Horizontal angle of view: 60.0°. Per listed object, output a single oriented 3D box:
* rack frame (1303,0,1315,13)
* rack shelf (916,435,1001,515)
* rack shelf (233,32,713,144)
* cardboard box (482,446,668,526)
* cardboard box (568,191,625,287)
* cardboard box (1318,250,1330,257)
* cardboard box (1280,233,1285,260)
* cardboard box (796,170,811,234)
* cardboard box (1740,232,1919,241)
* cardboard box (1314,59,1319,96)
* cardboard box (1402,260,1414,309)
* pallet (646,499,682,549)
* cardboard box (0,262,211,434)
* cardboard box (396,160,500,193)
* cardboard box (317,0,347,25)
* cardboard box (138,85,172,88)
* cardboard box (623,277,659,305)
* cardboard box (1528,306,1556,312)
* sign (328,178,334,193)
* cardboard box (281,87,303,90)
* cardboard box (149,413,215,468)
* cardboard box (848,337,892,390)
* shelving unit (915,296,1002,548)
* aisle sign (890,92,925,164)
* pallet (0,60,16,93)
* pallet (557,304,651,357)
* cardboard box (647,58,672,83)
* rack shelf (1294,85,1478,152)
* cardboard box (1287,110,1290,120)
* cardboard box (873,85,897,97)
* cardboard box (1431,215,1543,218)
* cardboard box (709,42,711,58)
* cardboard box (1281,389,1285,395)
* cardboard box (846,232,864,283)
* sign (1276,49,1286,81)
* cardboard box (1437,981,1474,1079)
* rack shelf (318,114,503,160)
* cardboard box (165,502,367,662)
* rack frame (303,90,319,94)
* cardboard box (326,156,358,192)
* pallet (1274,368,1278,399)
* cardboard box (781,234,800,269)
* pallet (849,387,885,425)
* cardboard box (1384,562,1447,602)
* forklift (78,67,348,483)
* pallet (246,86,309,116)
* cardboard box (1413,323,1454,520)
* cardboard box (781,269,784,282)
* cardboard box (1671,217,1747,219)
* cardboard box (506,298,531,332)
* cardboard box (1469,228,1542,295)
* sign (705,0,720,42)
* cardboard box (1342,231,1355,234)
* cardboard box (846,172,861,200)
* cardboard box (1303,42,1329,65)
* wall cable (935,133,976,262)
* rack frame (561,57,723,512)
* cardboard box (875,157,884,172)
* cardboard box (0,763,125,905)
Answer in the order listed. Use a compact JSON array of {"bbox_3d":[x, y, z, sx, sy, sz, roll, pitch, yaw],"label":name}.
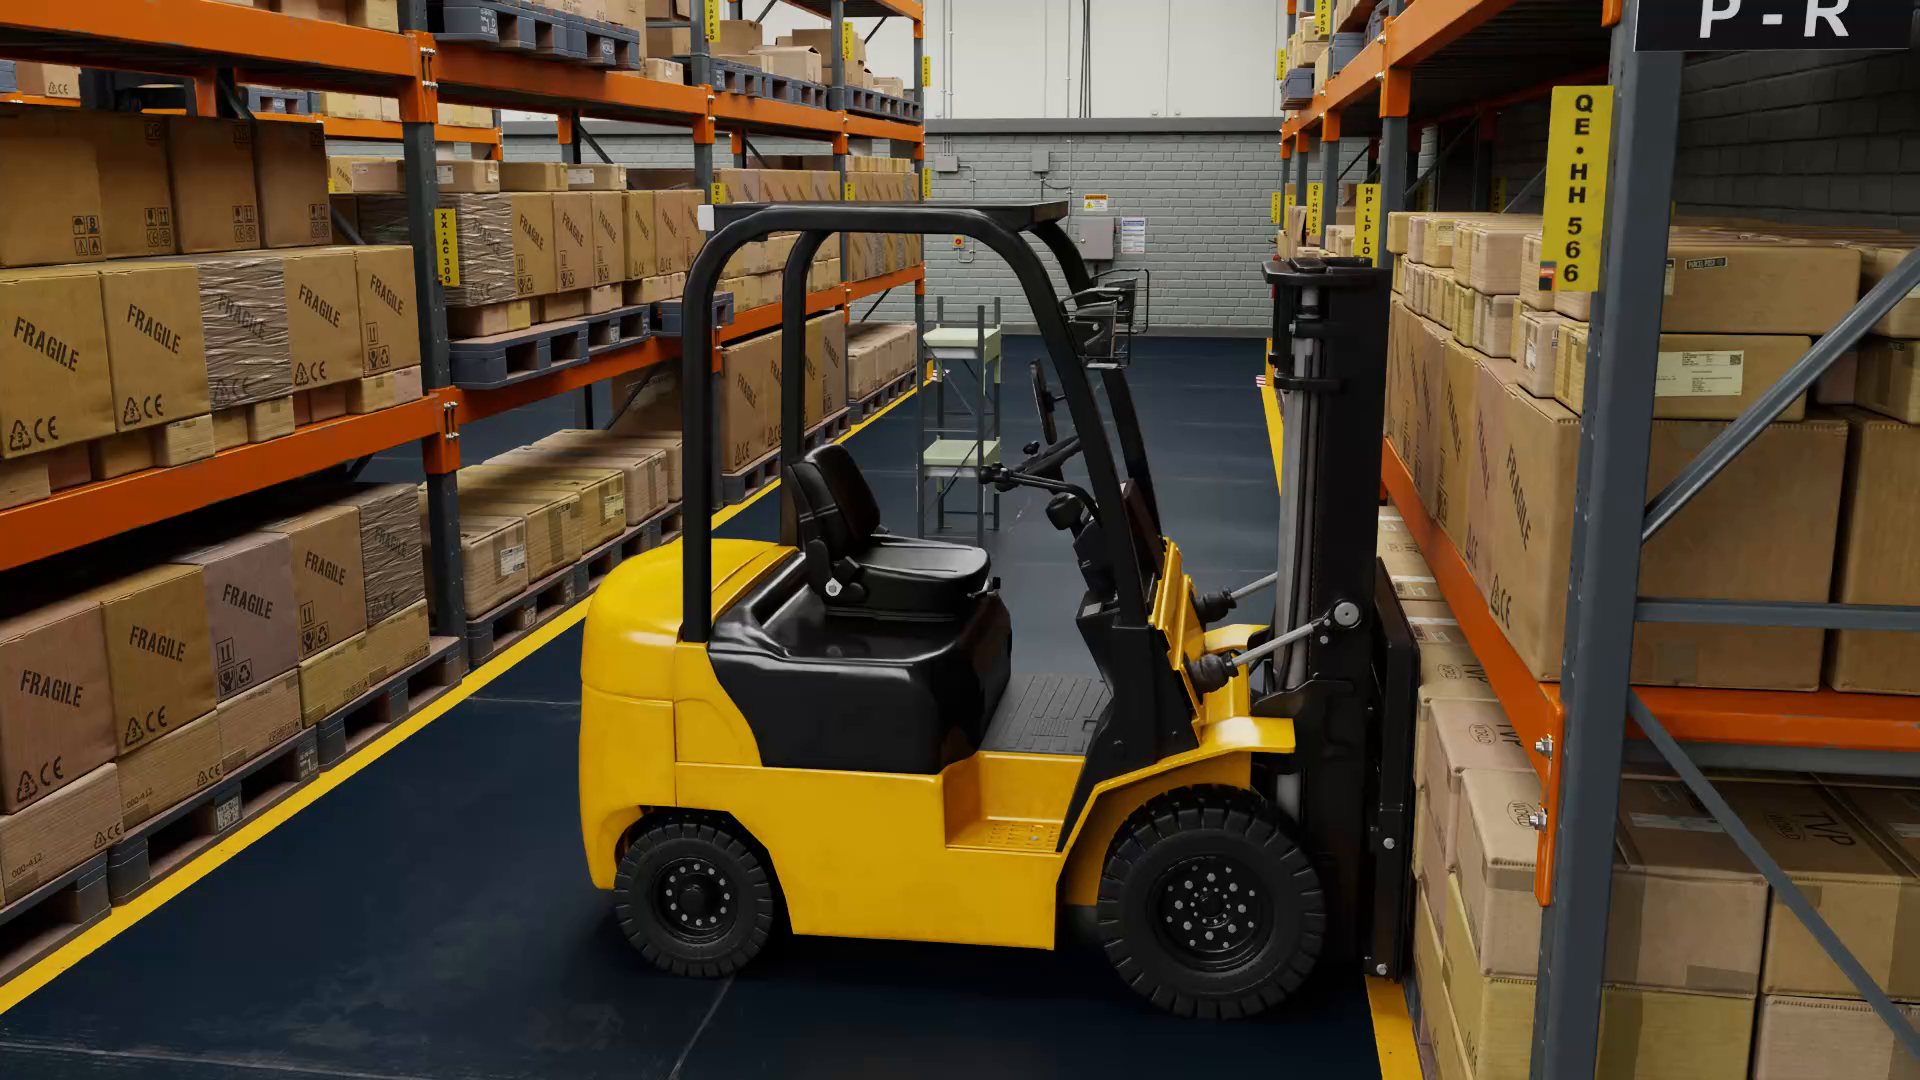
[{"bbox_3d":[3.378,-5.294,13.700,1.000,3.000,0.127,2,12,9],"label":"rack frame"},{"bbox_3d":[-0.001,-0.413,10.398,0.431,0.370,0.720,2,12,9],"label":"rack shelf"},{"bbox_3d":[-2.450,-2.387,9.039,1.077,0.370,4.000,2,12,9],"label":"rack shelf"},{"bbox_3d":[-2.344,-0.339,10.186,0.950,0.372,0.625,2,12,8],"label":"cardboard box"},{"bbox_3d":[-2.167,-1.658,9.128,0.500,0.500,0.500,1,12,6],"label":"cardboard box"},{"bbox_3d":[2.429,-1.617,10.044,0.500,0.250,0.500,2,12,9],"label":"cardboard box"},{"bbox_3d":[3.505,-2.970,16.806,0.500,0.250,0.500,2,12,8],"label":"cardboard box"},{"bbox_3d":[-1.517,-2.745,13.502,0.500,0.500,0.500,2,12,10],"label":"cardboard box"},{"bbox_3d":[1.948,-0.598,3.665,0.380,0.149,0.250,2,12,9],"label":"cardboard box"},{"bbox_3d":[2.756,-3.246,11.670,0.500,0.250,0.500,2,12,9],"label":"cardboard box"},{"bbox_3d":[1.677,-0.847,5.524,0.380,0.149,0.250,2,12,10],"label":"cardboard box"},{"bbox_3d":[-2.264,-0.163,10.750,1.003,0.211,1.213,2,12,9],"label":"pallet"},{"bbox_3d":[-2.802,-0.628,5.343,0.500,0.500,0.500,2,12,7],"label":"cardboard box"},{"bbox_3d":[-2.335,-1.660,7.594,0.380,0.149,0.250,2,12,8],"label":"cardboard box"},{"bbox_3d":[-2.630,-2.075,6.477,0.380,0.149,0.250,2,12,9],"label":"cardboard box"},{"bbox_3d":[-6.556,-3.663,13.011,0.500,0.500,0.500,2,12,9],"label":"cardboard box"},{"bbox_3d":[-1.999,-1.474,9.812,0.380,0.149,0.250,2,12,10],"label":"cardboard box"},{"bbox_3d":[1.420,-0.417,3.532,0.380,0.149,0.250,2,12,10],"label":"cardboard box"},{"bbox_3d":[-5.885,-3.210,15.520,0.100,0.325,0.005,2,12,9],"label":"sign"},{"bbox_3d":[-6.122,-4.391,15.797,0.500,0.250,0.500,2,12,11],"label":"cardboard box"},{"bbox_3d":[-2.731,-0.338,5.539,0.380,0.149,0.250,2,12,9],"label":"cardboard box"},{"bbox_3d":[-1.187,-1.788,16.756,0.875,0.438,0.875,2,12,7],"label":"cardboard box"},{"bbox_3d":[-0.001,-0.732,10.329,0.431,1.500,0.755,2,12,9],"label":"shelving unit"},{"bbox_3d":[-0.594,-4.630,18.688,0.394,0.787,0.004,2,12,9],"label":"aisle sign"},{"bbox_3d":[-7.095,-3.067,10.932,1.213,0.211,1.003,2,12,11],"label":"pallet"},{"bbox_3d":[-2.406,-1.182,9.313,1.003,0.211,1.213,2,12,9],"label":"pallet"},{"bbox_3d":[-2.013,-2.908,10.344,0.380,0.149,0.250,2,12,9],"label":"cardboard box"},{"bbox_3d":[3.071,-3.060,12.160,1.077,0.370,4.000,2,12,9],"label":"rack shelf"},{"bbox_3d":[3.383,-4.163,16.167,0.380,0.149,0.250,2,12,9],"label":"cardboard box"},{"bbox_3d":[-0.877,-4.766,17.729,0.380,0.149,0.250,1,12,4],"label":"cardboard box"},{"bbox_3d":[1.824,-1.040,5.718,0.380,0.149,0.250,2,12,8],"label":"cardboard box"},{"bbox_3d":[-2.178,-3.622,11.825,0.700,0.500,0.500,1,12,6],"label":"cardboard box"},{"bbox_3d":[3.476,-1.661,16.016,0.700,0.500,0.500,1,12,7],"label":"cardboard box"},{"bbox_3d":[-1.196,-2.660,15.478,0.500,0.500,0.500,2,12,11],"label":"cardboard box"},{"bbox_3d":[3.457,-5.106,17.869,0.100,0.325,0.005,2,12,9],"label":"sign"},{"bbox_3d":[1.293,1.167,3.488,0.500,0.250,0.500,2,12,9],"label":"cardboard box"},{"bbox_3d":[-6.126,-4.192,17.413,1.077,0.370,4.000,2,12,9],"label":"rack shelf"},{"bbox_3d":[-2.660,0.154,6.411,0.500,0.500,0.500,2,12,10],"label":"cardboard box"},{"bbox_3d":[-6.434,-5.594,15.089,1.000,3.000,0.127,2,12,9],"label":"rack frame"},{"bbox_3d":[-6.123,-3.430,15.974,0.500,0.500,0.500,2,12,10],"label":"cardboard box"},{"bbox_3d":[3.860,-1.649,17.646,1.003,0.211,1.213,2,12,9],"label":"pallet"},{"bbox_3d":[-1.560,-2.274,13.093,0.500,0.250,0.500,2,12,10],"label":"cardboard box"},{"bbox_3d":[-1.333,-1.314,16.091,1.003,0.211,1.213,2,12,9],"label":"pallet"},{"bbox_3d":[1.610,0.254,5.350,0.500,0.250,0.500,2,12,11],"label":"cardboard box"},{"bbox_3d":[-4.996,-1.386,9.966,1.130,2.935,3.031,2,12,9],"label":"forklift"},{"bbox_3d":[-6.634,-3.911,14.845,1.213,0.211,1.003,2,12,9],"label":"pallet"},{"bbox_3d":[1.583,-0.343,4.727,0.500,0.500,0.500,2,12,9],"label":"cardboard box"},{"bbox_3d":[-1.598,-2.029,13.144,0.500,0.250,0.500,2,12,9],"label":"cardboard box"},{"bbox_3d":[2.314,-0.971,5.396,0.380,0.149,0.250,2,12,8],"label":"cardboard box"},{"bbox_3d":[-2.313,-1.095,8.056,0.380,0.149,0.250,2,12,10],"label":"cardboard box"},{"bbox_3d":[1.443,-0.671,4.006,0.380,0.149,0.250,2,12,10],"label":"cardboard box"},{"bbox_3d":[-1.606,-3.390,10.757,0.100,0.325,0.005,2,12,9],"label":"sign"},{"bbox_3d":[2.235,-1.569,8.878,0.380,0.149,0.250,2,12,10],"label":"cardboard box"},{"bbox_3d":[-1.214,-3.151,15.383,0.500,0.500,0.500,2,12,9],"label":"cardboard box"},{"bbox_3d":[2.728,-3.589,12.271,0.380,0.149,0.250,2,12,10],"label":"cardboard box"},{"bbox_3d":[-0.068,-5.041,24.278,0.585,1.953,0.123,2,12,9],"label":"wall cable"},{"bbox_3d":[-2.142,-1.689,11.211,1.000,3.000,0.127,2,12,9],"label":"rack frame"},{"bbox_3d":[-0.969,-3.750,16.625,0.380,0.149,0.250,2,12,9],"label":"cardboard box"},{"bbox_3d":[-2.889,0.850,4.959,0.500,0.250,0.500,2,12,11],"label":"cardboard box"}]
